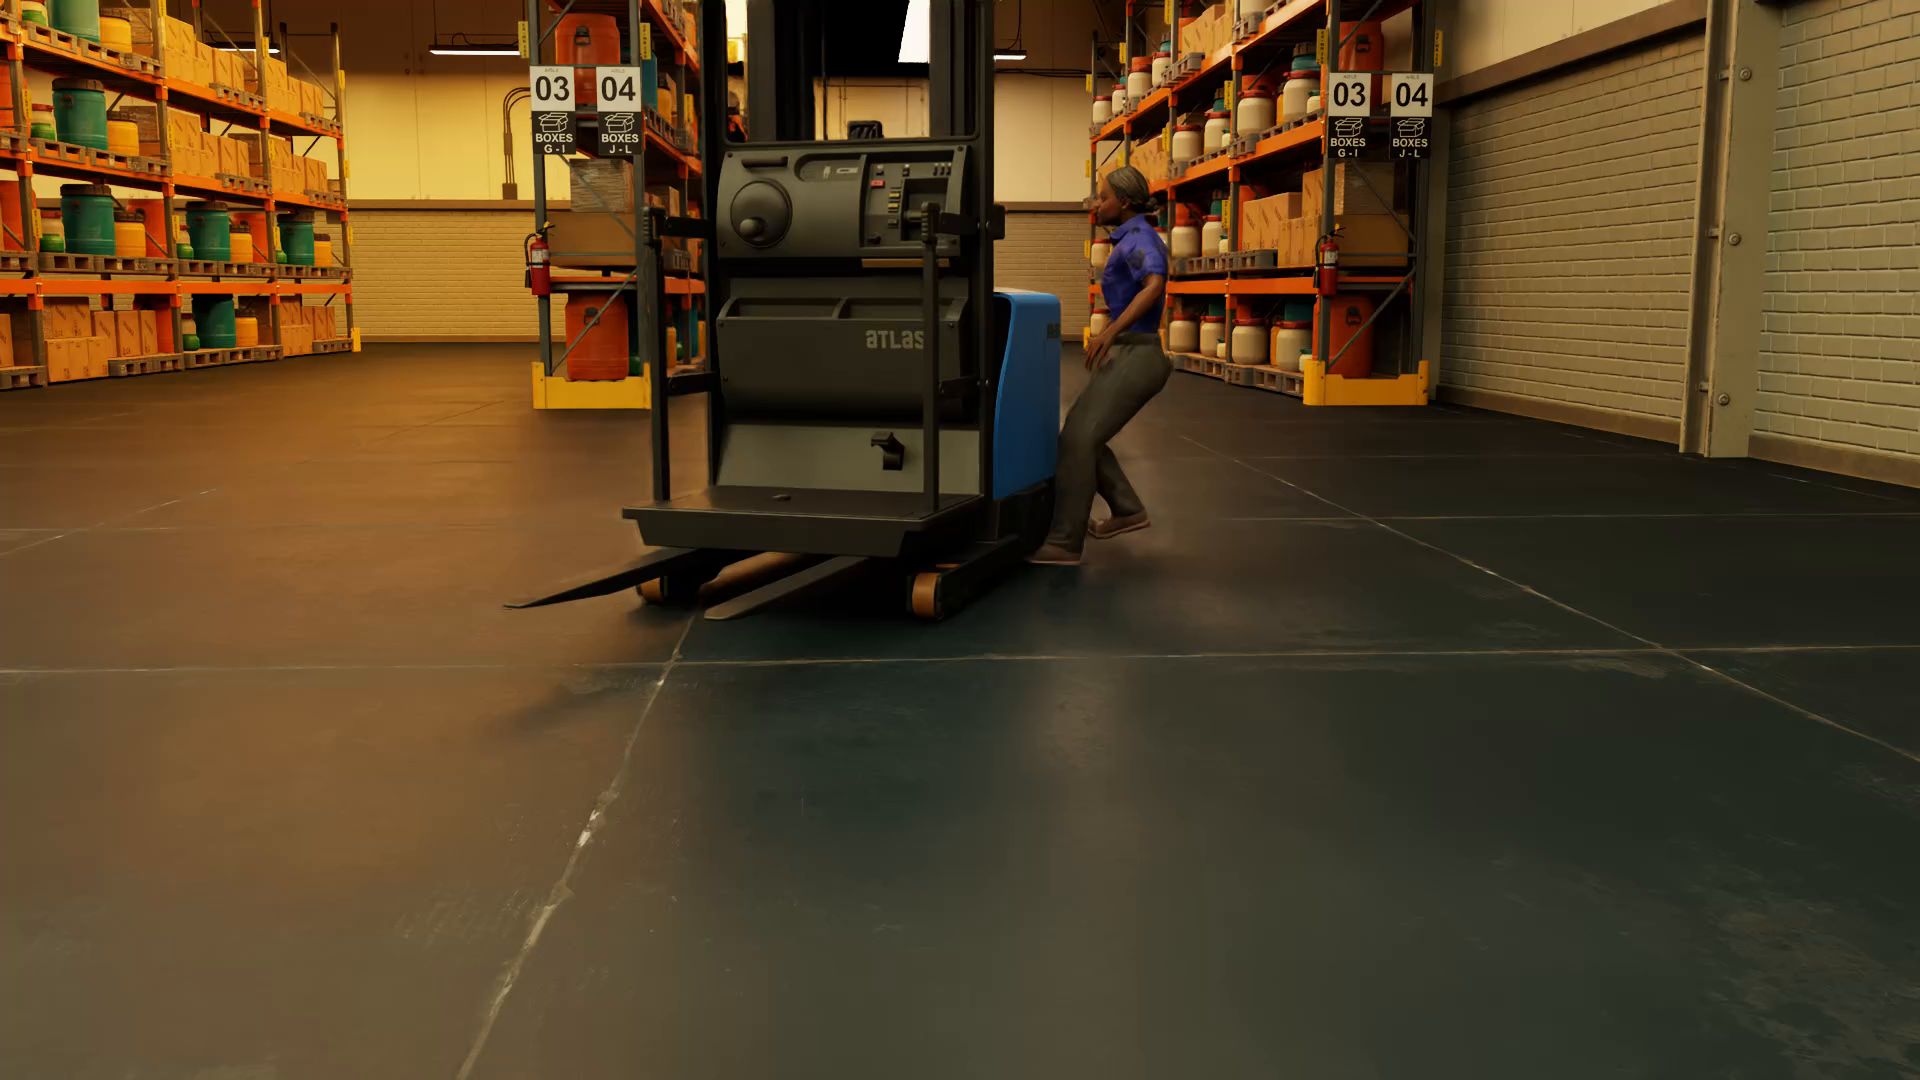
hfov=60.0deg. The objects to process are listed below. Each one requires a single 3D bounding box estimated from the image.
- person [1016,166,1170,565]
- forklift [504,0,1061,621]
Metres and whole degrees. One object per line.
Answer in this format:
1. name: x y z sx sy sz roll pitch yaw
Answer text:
1. person: 0.541 -0.701 6.723 0.620 1.581 0.883 2 9 12
2. forklift: -0.488 -1.248 5.732 1.130 2.935 3.031 3 9 17
